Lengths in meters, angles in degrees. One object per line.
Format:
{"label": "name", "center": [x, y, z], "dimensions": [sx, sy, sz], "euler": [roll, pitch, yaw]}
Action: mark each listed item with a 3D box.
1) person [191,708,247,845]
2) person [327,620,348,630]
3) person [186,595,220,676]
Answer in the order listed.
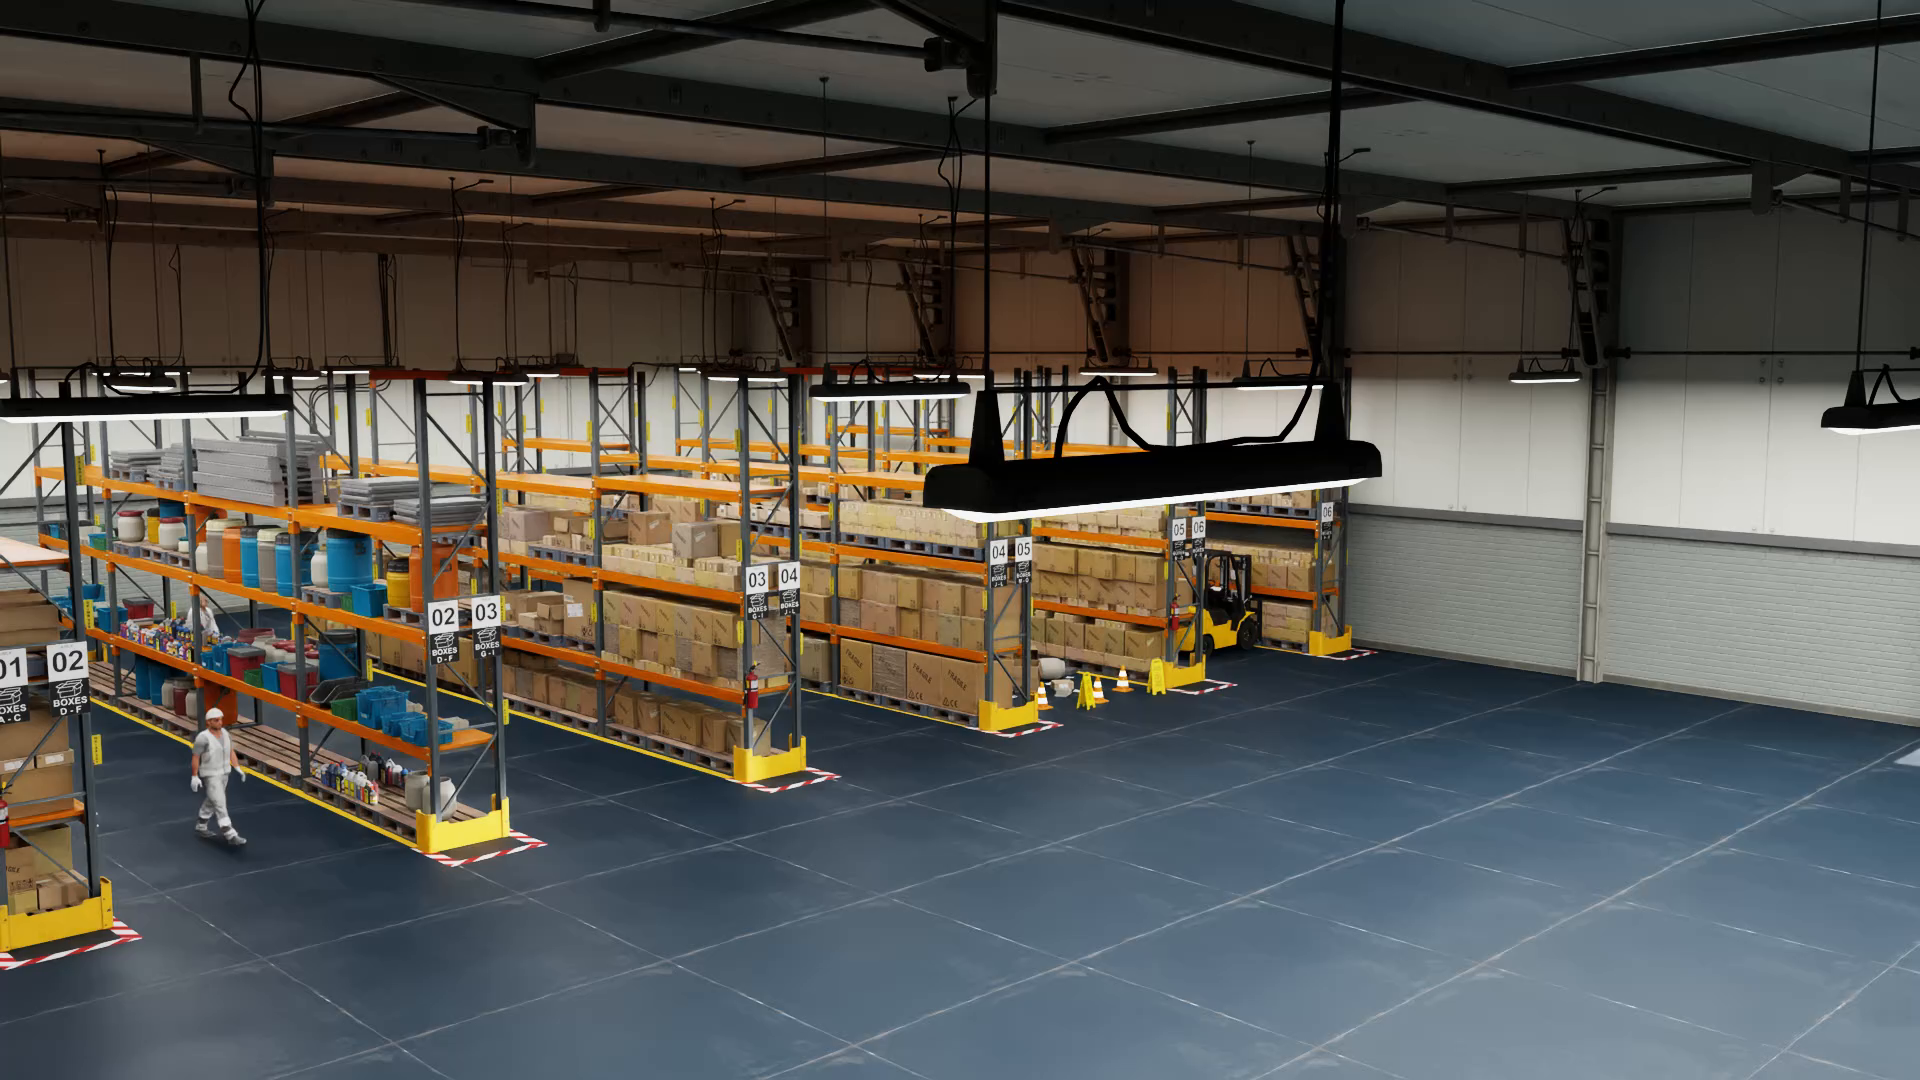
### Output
{"label": "person", "center": [-9.513, 3.023, 21.425], "dimensions": [1.039, 1.731, 0.559], "euler": [2, 7, 17]}
{"label": "person", "center": [-11.819, 1.934, 31.575], "dimensions": [0.467, 1.670, 0.492], "euler": [4, 8, 32]}
{"label": "person", "center": [-14.323, 1.893, 31.517], "dimensions": [1.131, 1.712, 0.709], "euler": [3, 7, 28]}
